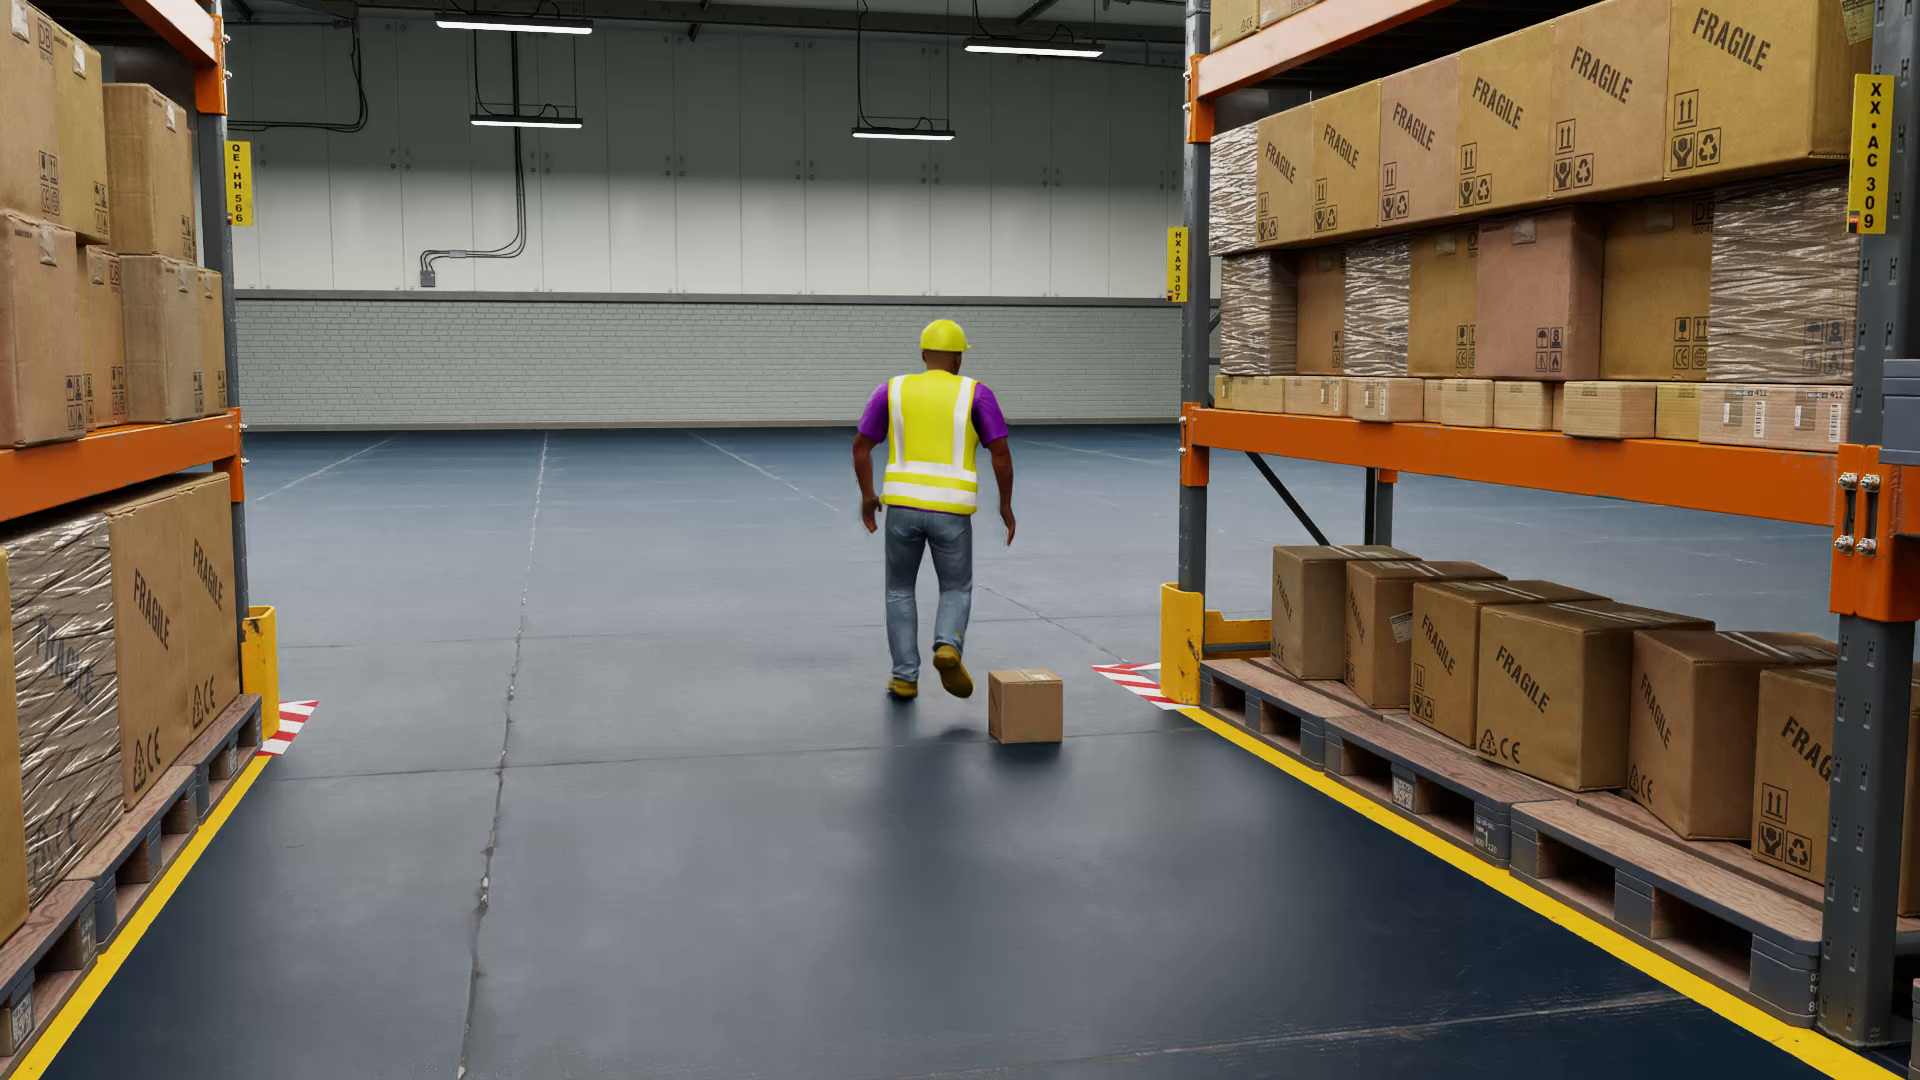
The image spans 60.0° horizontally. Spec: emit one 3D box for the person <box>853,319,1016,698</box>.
[{"bbox_3d":[-0.125,-0.136,7.404,0.743,1.690,0.689,1,6,5],"label":"person"}]
